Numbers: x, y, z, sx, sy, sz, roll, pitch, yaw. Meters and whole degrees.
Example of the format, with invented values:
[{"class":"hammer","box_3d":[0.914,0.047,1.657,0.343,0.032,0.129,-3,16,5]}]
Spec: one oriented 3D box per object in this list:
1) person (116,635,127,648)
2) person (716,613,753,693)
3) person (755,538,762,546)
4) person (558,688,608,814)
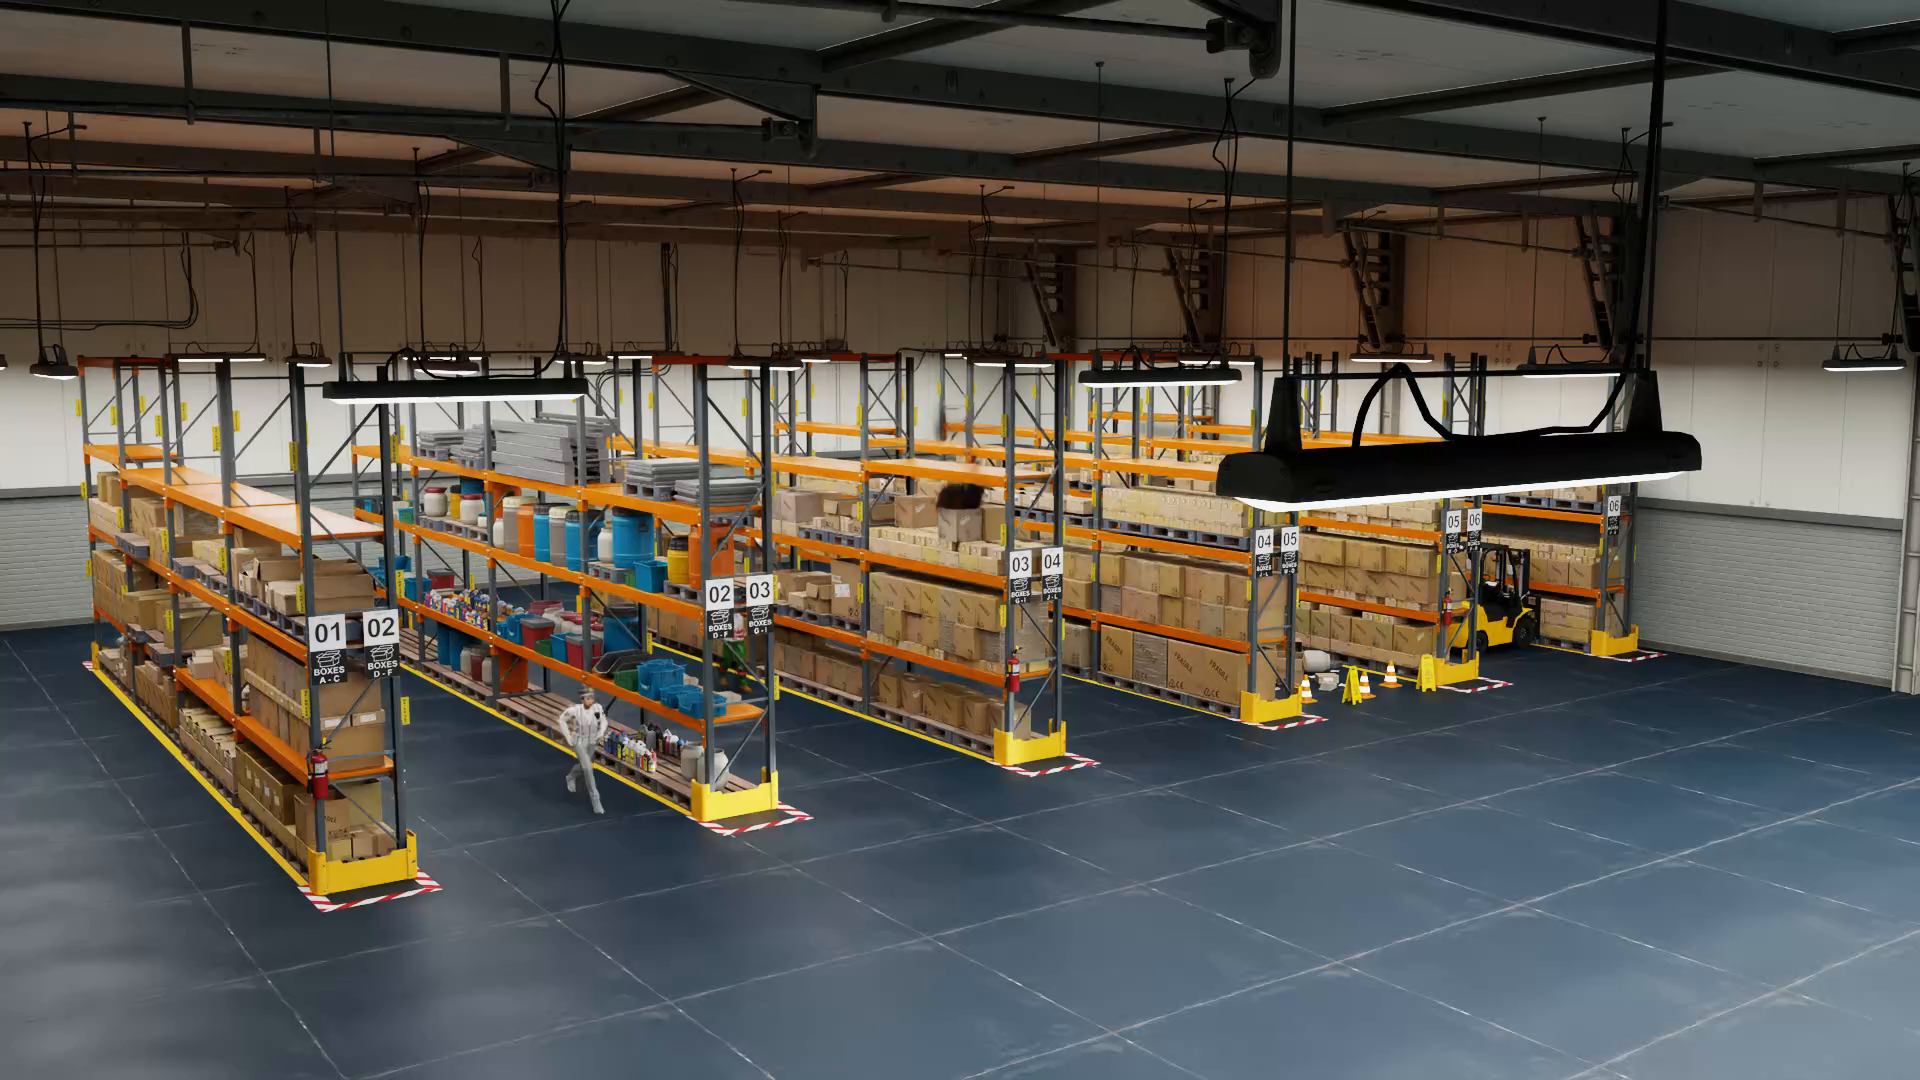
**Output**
[{"class":"person","box_3d":[-16.555,1.460,33.167,0.567,1.741,0.667,-3,8,-24]},{"class":"person","box_3d":[-4.069,1.806,29.781,0.657,1.776,0.968,-6,9,-41]},{"class":"person","box_3d":[-5.125,0.476,41.482,0.580,1.752,0.737,-4,8,-28]},{"class":"person","box_3d":[-5.115,2.785,22.571,0.619,1.686,1.062,-6,9,-40]}]
